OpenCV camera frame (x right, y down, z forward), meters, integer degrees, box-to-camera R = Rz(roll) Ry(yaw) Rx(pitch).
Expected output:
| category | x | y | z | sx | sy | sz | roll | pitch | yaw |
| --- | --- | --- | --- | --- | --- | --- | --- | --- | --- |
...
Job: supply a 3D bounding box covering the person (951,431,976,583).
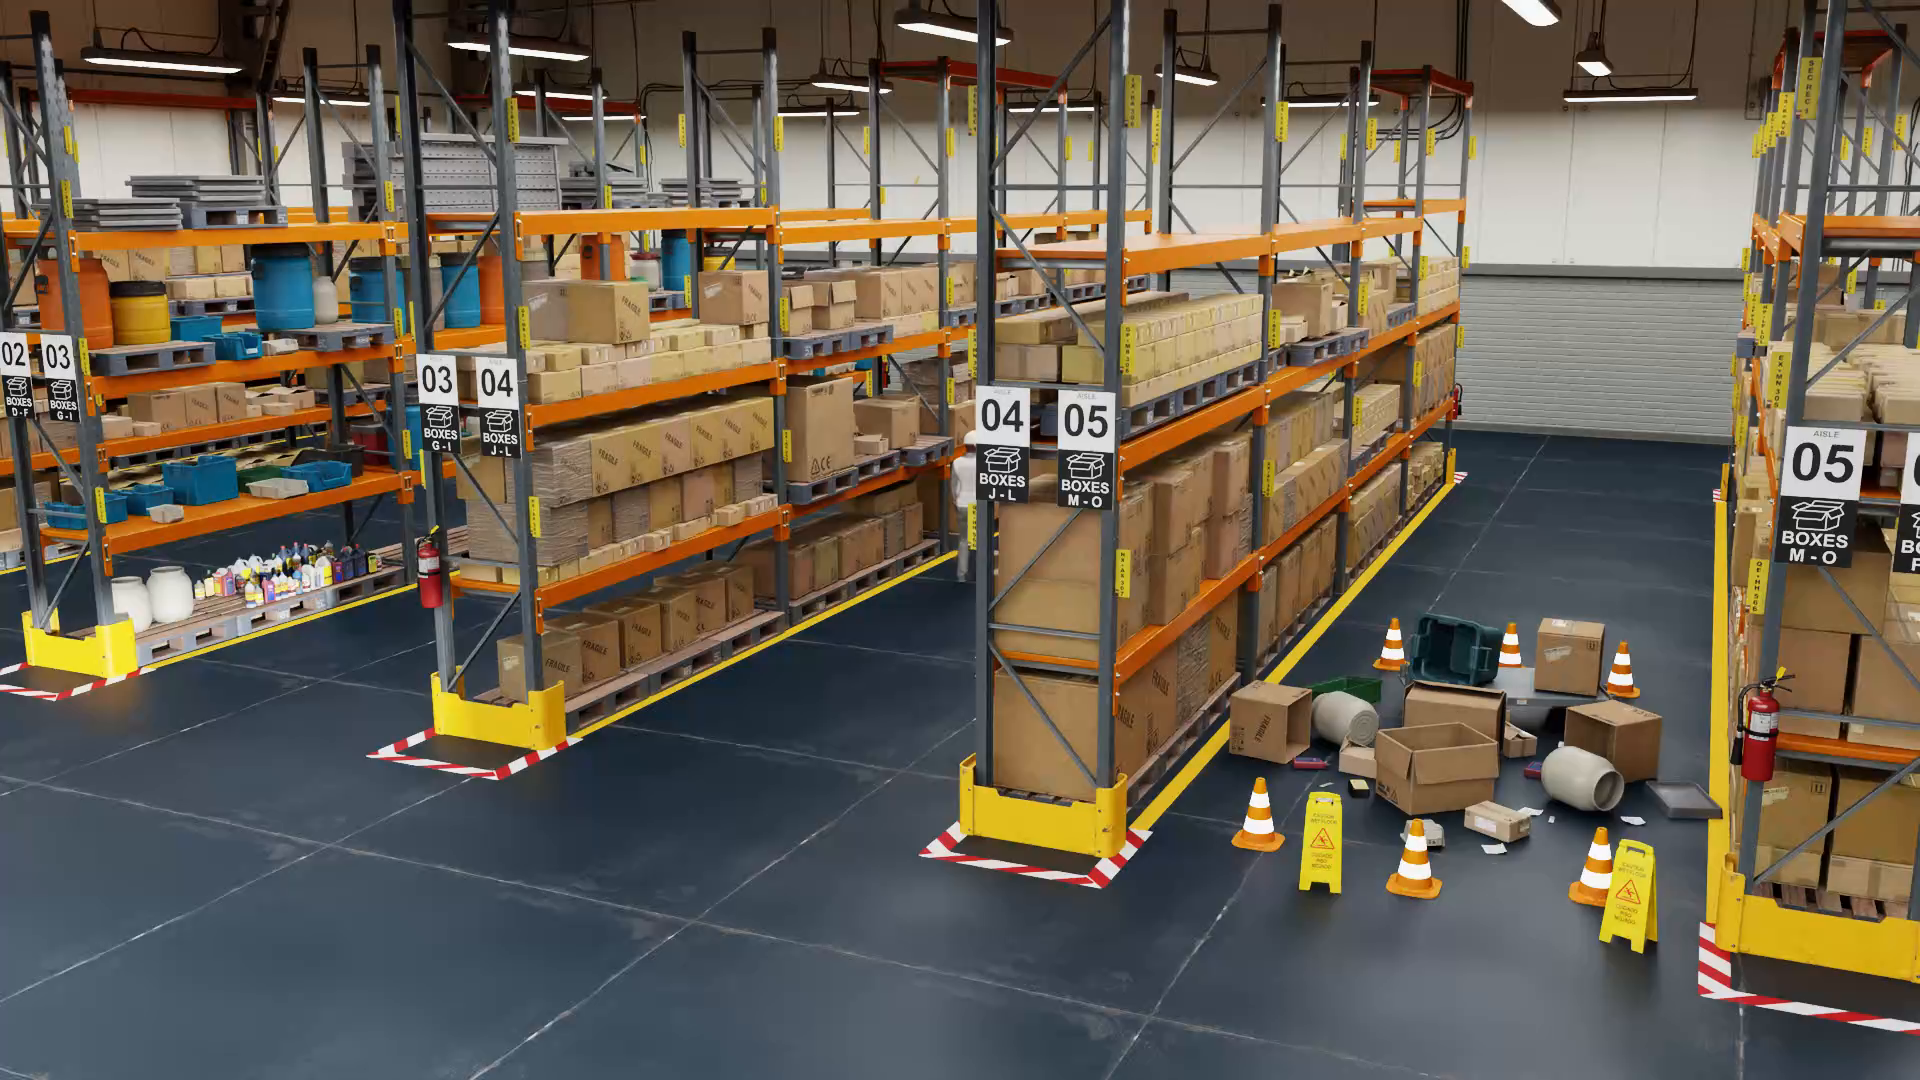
| category | x | y | z | sx | sy | sz | roll | pitch | yaw |
| --- | --- | --- | --- | --- | --- | --- | --- | --- | --- |
| person | 0.149 | -0.375 | 19.190 | 0.534 | 1.768 | 0.357 | 6 | 13 | 25 |
